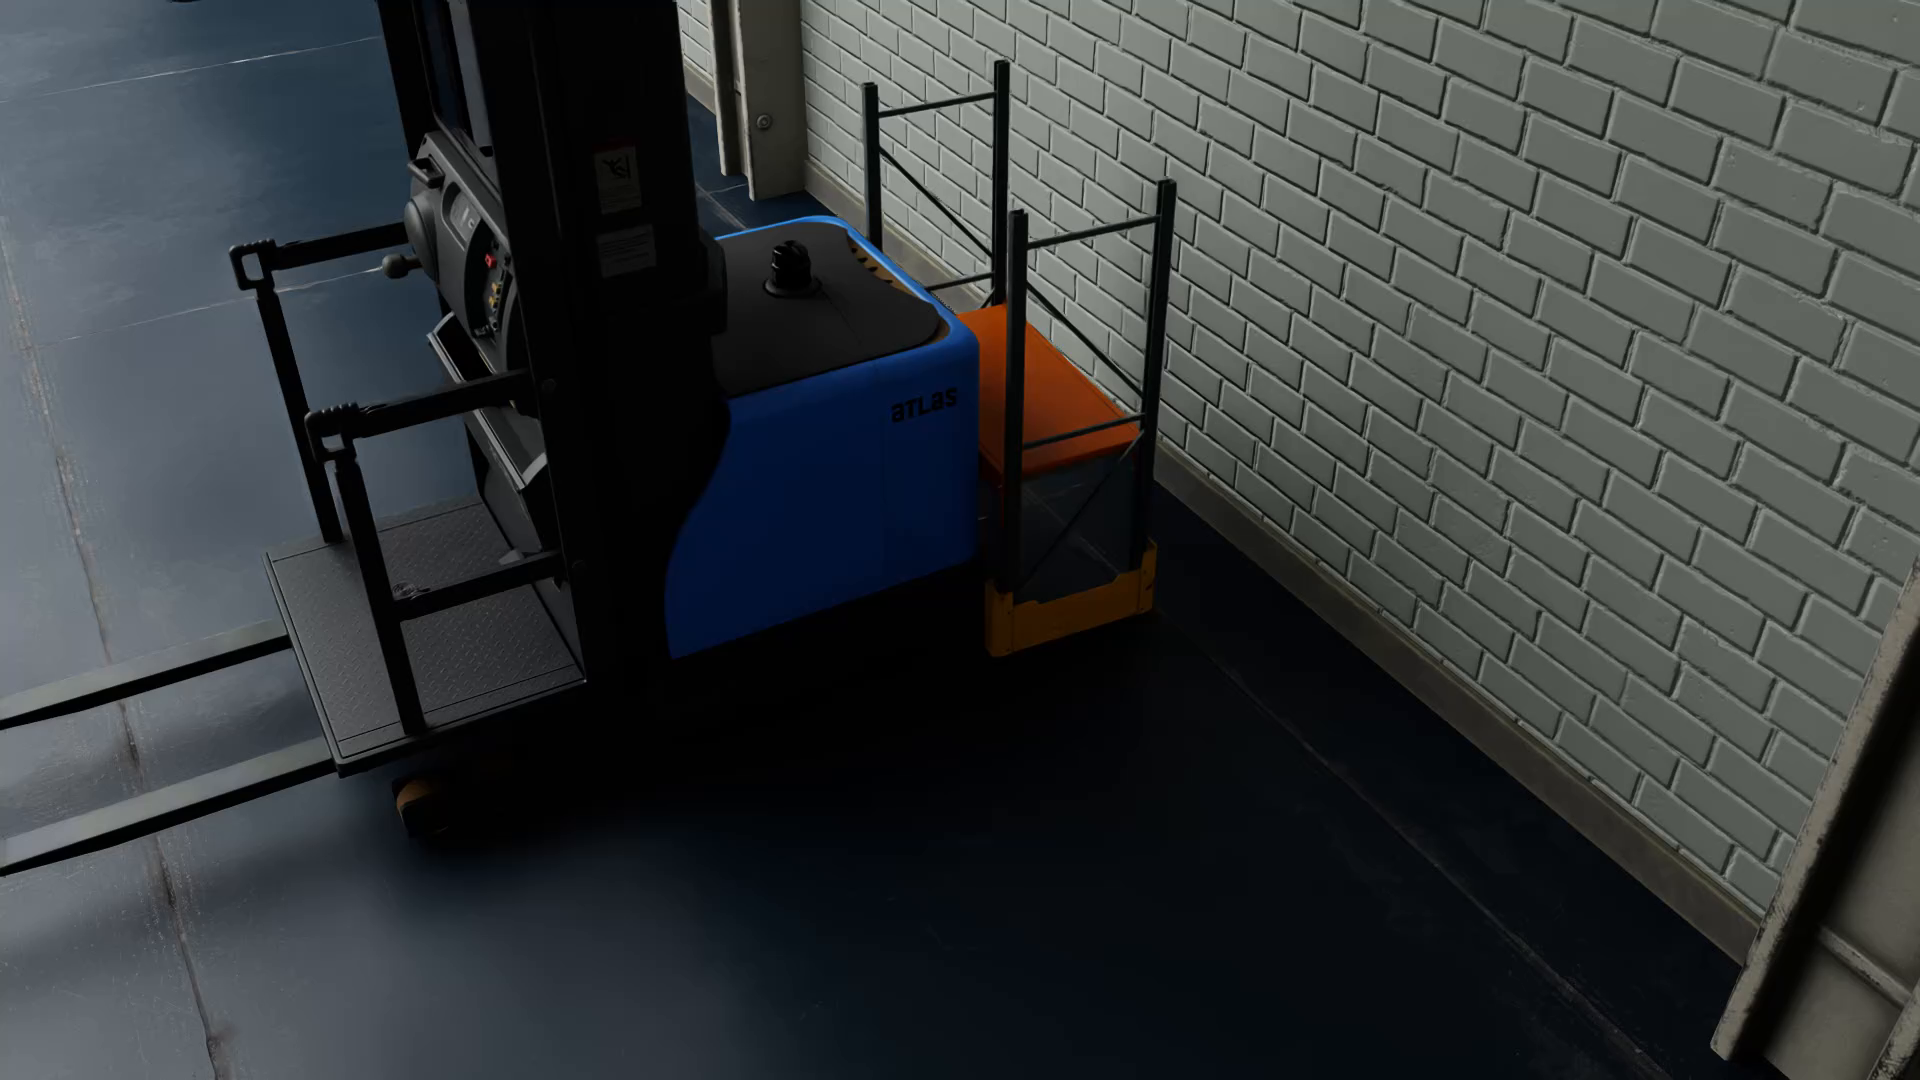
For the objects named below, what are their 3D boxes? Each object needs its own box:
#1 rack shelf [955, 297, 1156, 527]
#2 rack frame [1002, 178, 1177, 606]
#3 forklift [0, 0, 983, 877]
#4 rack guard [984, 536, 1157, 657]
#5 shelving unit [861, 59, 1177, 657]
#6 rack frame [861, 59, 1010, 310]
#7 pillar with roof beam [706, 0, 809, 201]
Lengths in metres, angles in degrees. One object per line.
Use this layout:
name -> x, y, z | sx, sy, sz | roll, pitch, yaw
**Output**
rack shelf -> 0.144, -0.443, 5.389 | 0.538, 0.185, 1.000 | -16, 39, -20
rack frame -> 0.361, -0.317, 4.912 | 0.500, 1.500, 0.032 | -16, 39, -20
forklift -> -1.470, -0.720, 4.251 | 3.031, 2.935, 1.130 | -18, 40, -23
rack guard -> 0.353, 0.178, 5.295 | 0.587, 0.250, 0.087 | -16, 39, -20
shelving unit -> 0.140, -0.593, 5.290 | 0.587, 1.500, 1.083 | -16, 39, -20
rack frame -> -0.073, -0.859, 5.655 | 0.500, 1.500, 0.032 | -16, 39, -20
pillar with roof beam -> -4.677, -4.129, 3.774 | 9.100, 9.000, 0.400 | -19, 40, -24
